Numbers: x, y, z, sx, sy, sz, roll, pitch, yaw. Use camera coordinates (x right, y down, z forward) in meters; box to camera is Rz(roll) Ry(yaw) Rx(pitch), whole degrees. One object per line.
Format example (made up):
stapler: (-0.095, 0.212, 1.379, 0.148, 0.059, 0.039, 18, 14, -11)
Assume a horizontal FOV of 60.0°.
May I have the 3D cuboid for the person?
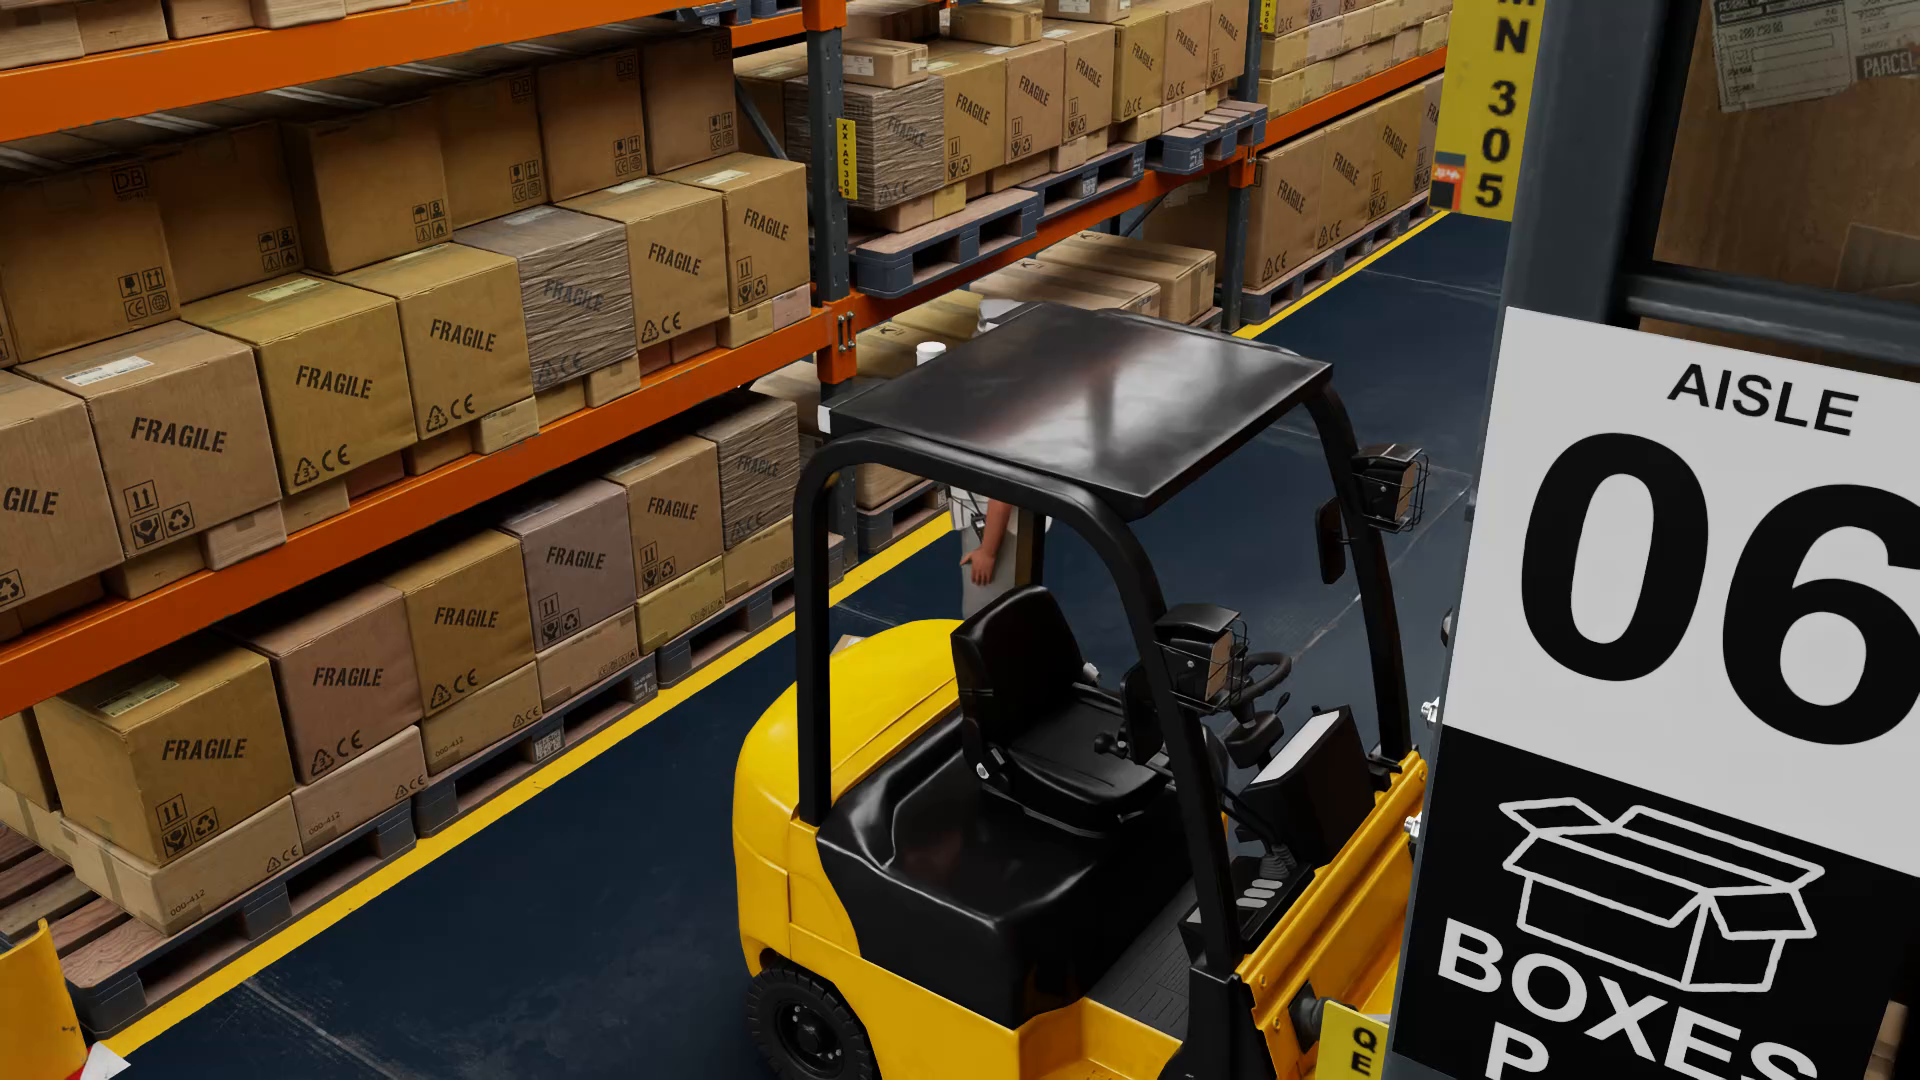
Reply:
person: (0.148, -0.054, 6.224, 0.393, 1.748, 0.528, 5, 27, 10)
